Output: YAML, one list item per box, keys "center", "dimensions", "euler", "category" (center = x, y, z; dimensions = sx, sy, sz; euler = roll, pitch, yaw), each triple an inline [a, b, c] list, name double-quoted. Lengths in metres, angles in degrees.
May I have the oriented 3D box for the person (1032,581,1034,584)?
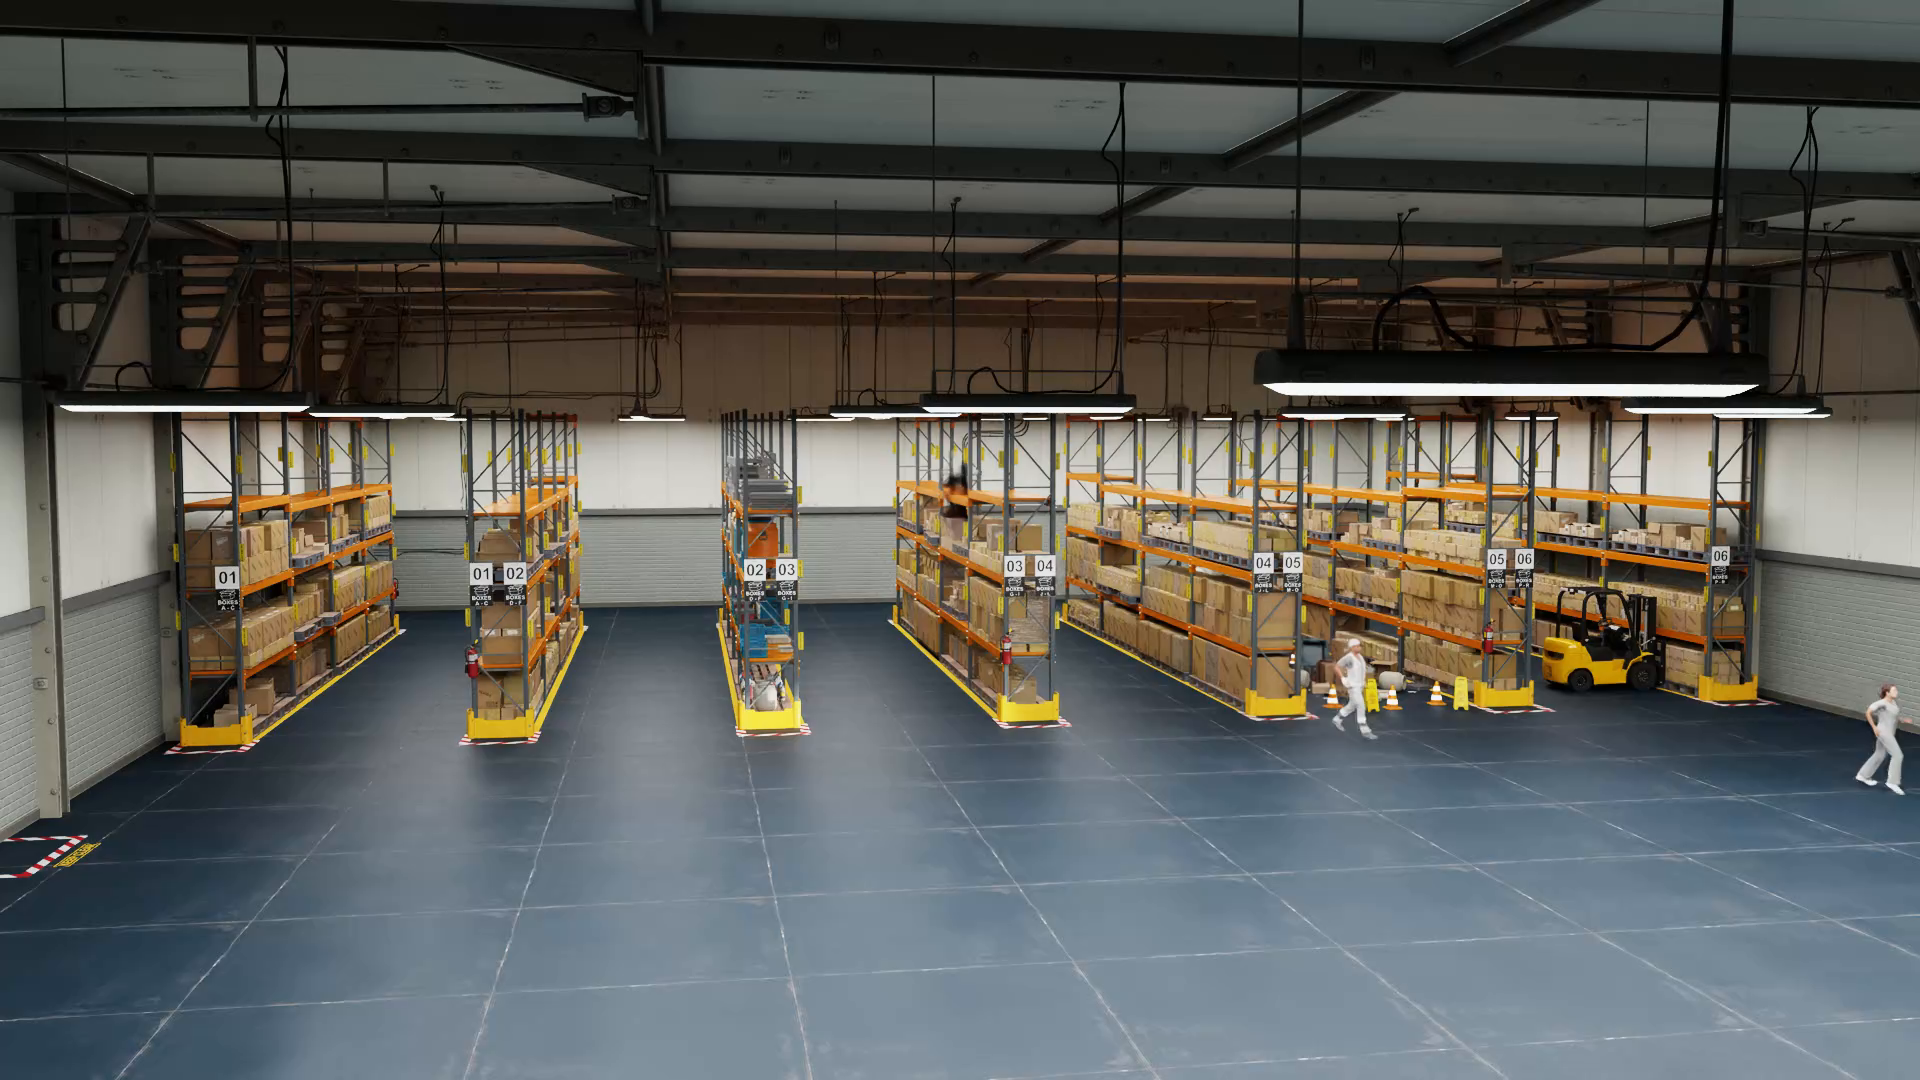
- center: [2.239, 1.518, 48.826]
  dimensions: [0.556, 1.583, 0.810]
  euler: [3, 5, 41]
  category: "person"

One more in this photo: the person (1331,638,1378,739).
- center: [7.200, 2.683, 30.310]
  dimensions: [0.990, 1.782, 0.659]
  euler: [3, 5, 40]
  category: "person"

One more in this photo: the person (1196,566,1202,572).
- center: [7.183, 1.382, 50.639]
  dimensions: [0.499, 1.626, 0.627]
  euler: [0, 4, -2]
  category: "person"

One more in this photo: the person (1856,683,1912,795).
- center: [14.441, 3.084, 25.988]
  dimensions: [0.764, 1.724, 0.553]
  euler: [4, 5, 42]
  category: "person"

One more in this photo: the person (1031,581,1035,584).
- center: [1.886, 1.555, 47.684]
  dimensions: [0.680, 1.669, 0.921]
  euler: [1, 4, 13]
  category: "person"
